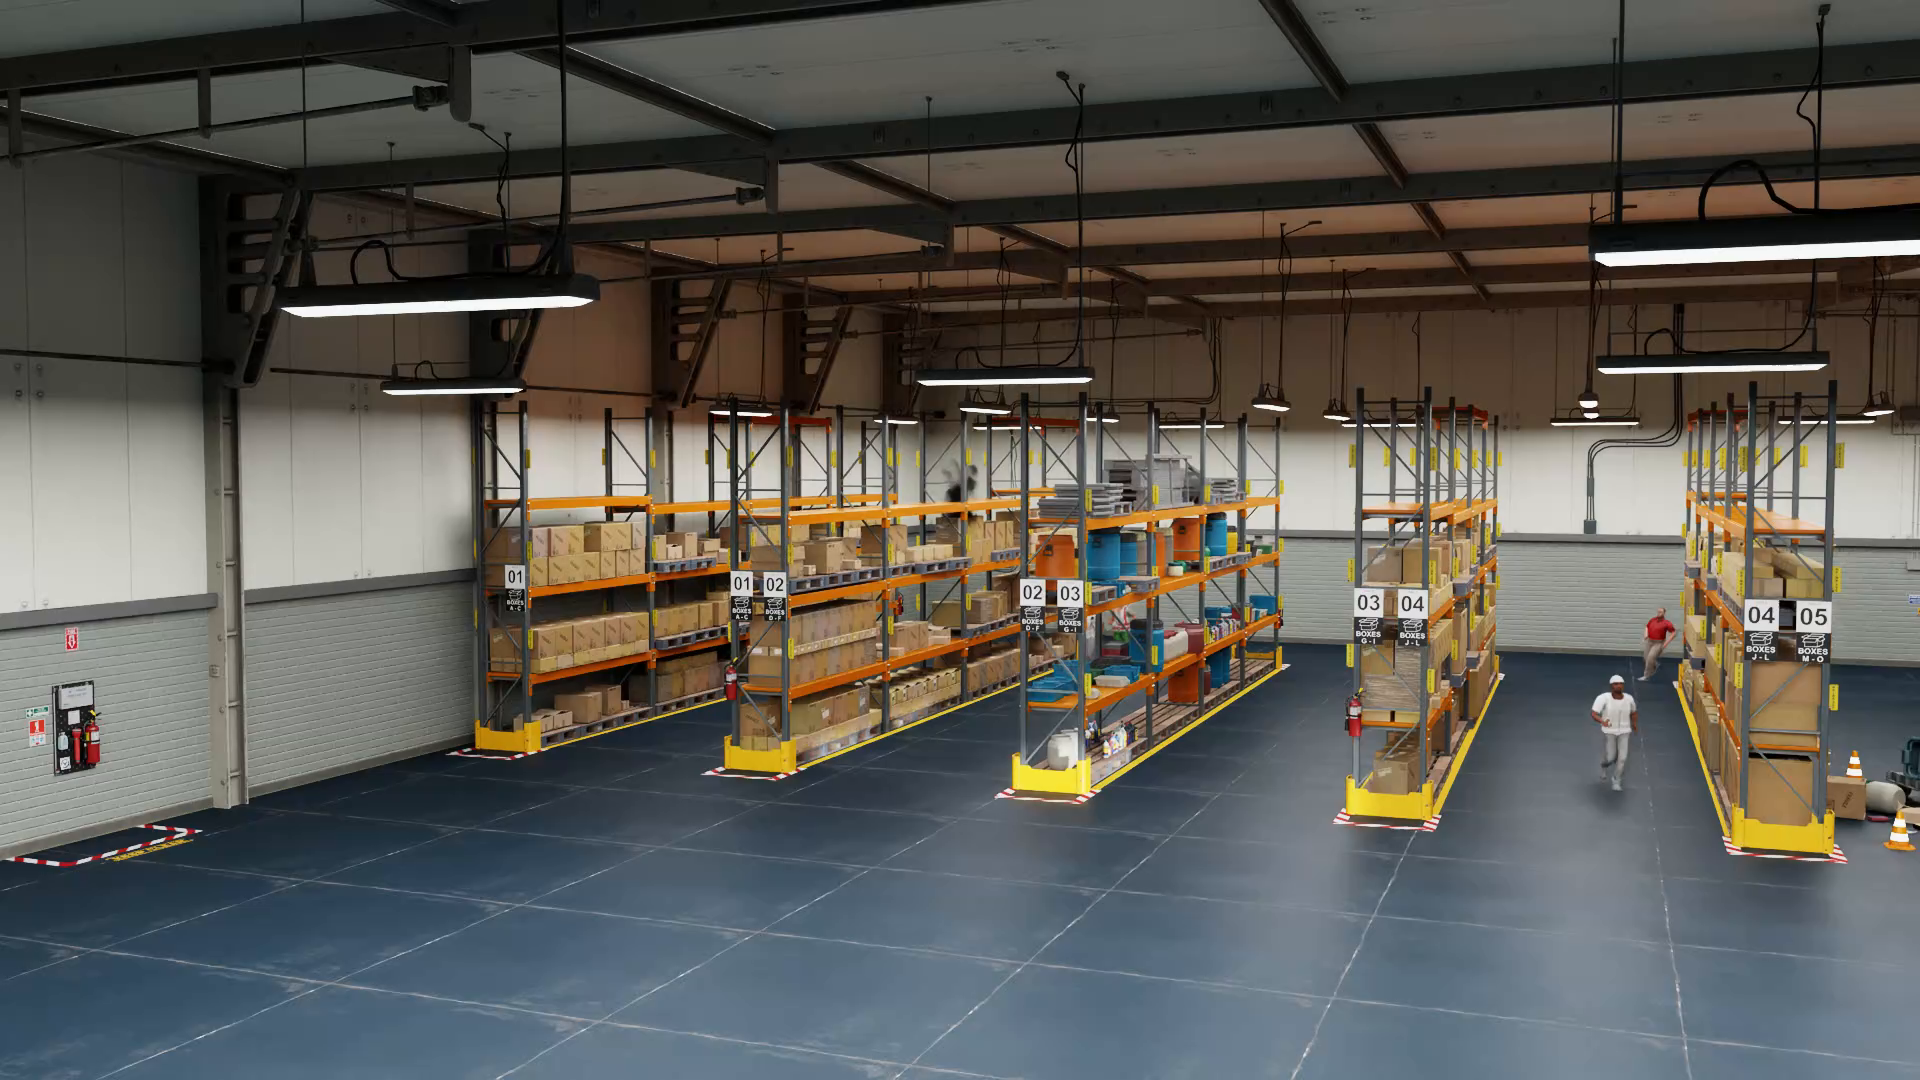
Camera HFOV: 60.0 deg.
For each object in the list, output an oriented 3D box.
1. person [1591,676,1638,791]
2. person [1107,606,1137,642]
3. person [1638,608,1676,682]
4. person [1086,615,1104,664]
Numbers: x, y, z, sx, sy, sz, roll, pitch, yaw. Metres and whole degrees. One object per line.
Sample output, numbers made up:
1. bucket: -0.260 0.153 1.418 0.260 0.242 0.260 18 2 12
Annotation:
1. person: 9.938 2.909 25.221 0.704 1.724 0.655 0 3 4
2. person: 3.848 2.196 39.860 0.666 1.725 0.576 1 3 22
3. person: 15.697 2.352 37.406 0.765 1.665 0.714 -2 3 -35
4. person: 2.753 2.171 35.781 0.590 1.786 0.686 1 3 19
